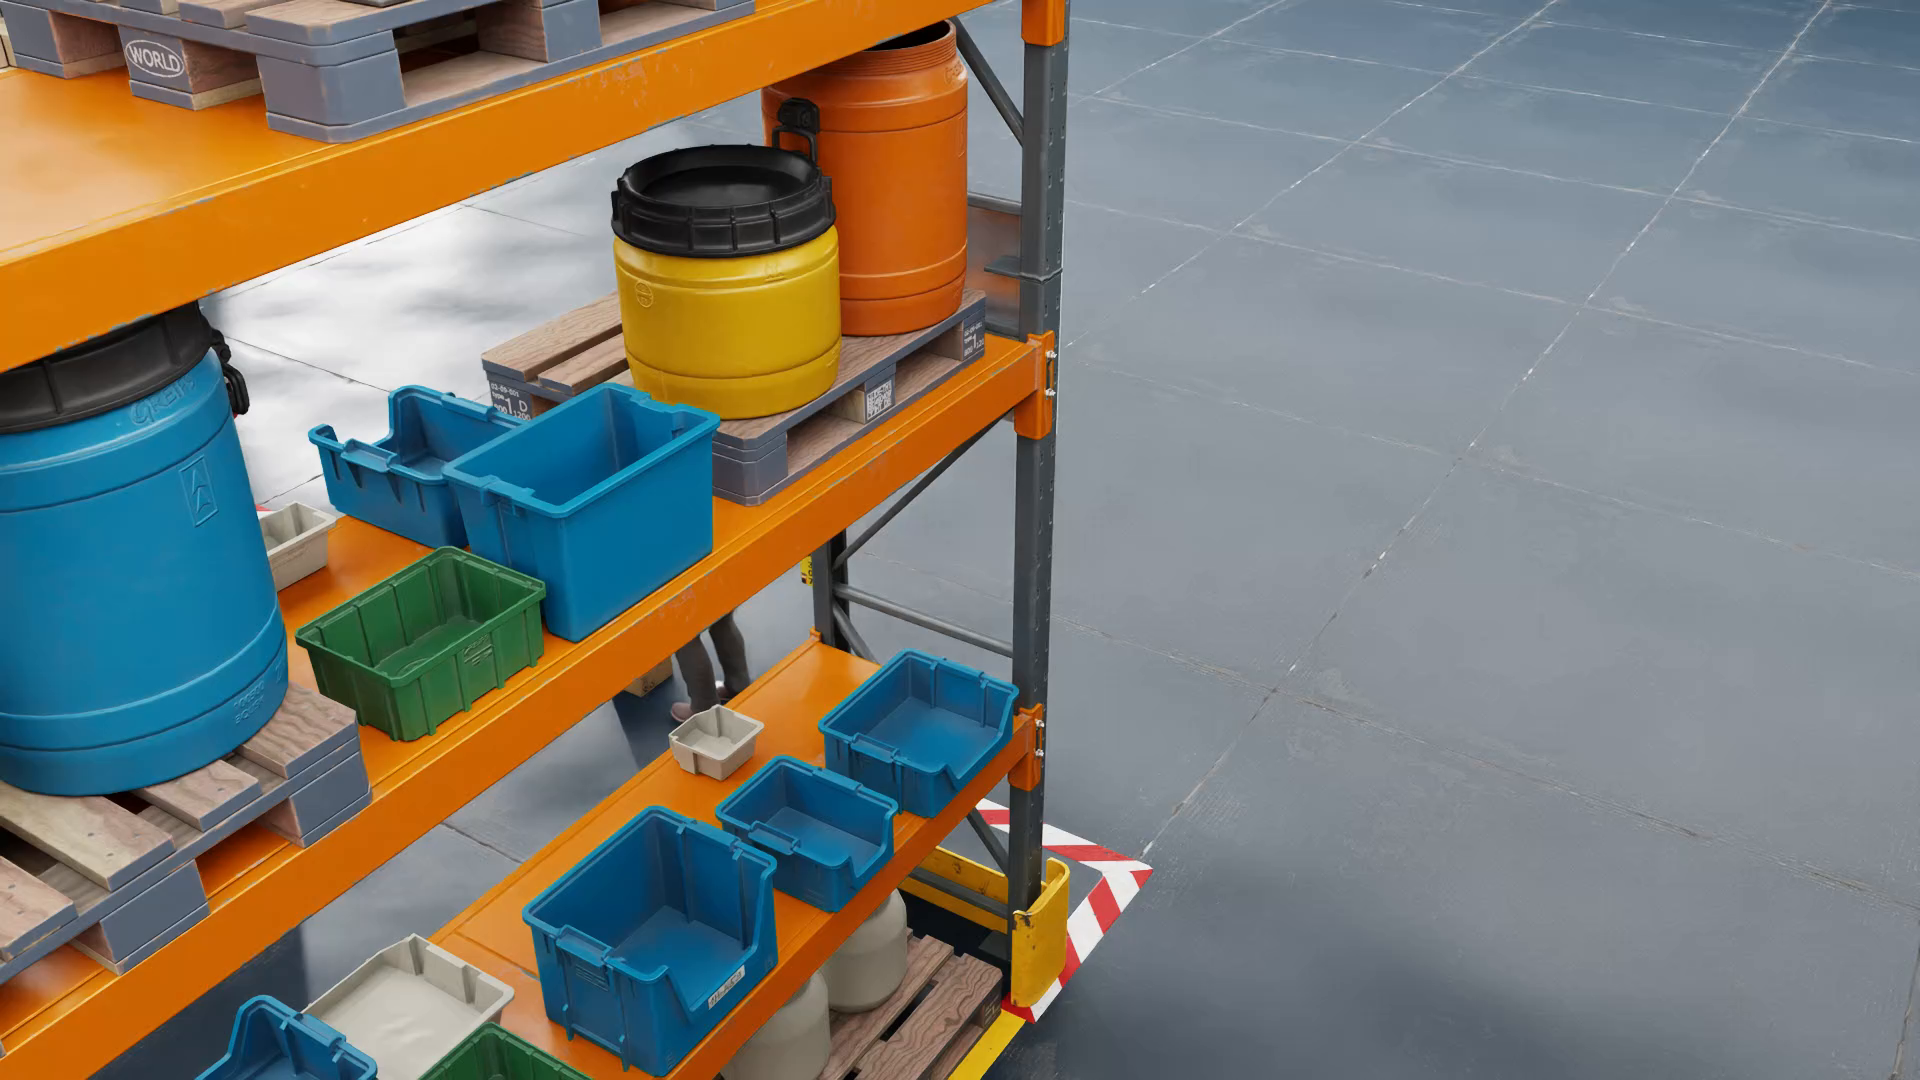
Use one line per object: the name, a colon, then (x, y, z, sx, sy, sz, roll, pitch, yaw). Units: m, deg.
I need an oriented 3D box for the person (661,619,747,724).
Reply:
person: (-1.282, 0.202, 7.970, 0.470, 1.545, 0.476, 19, 35, 28)
